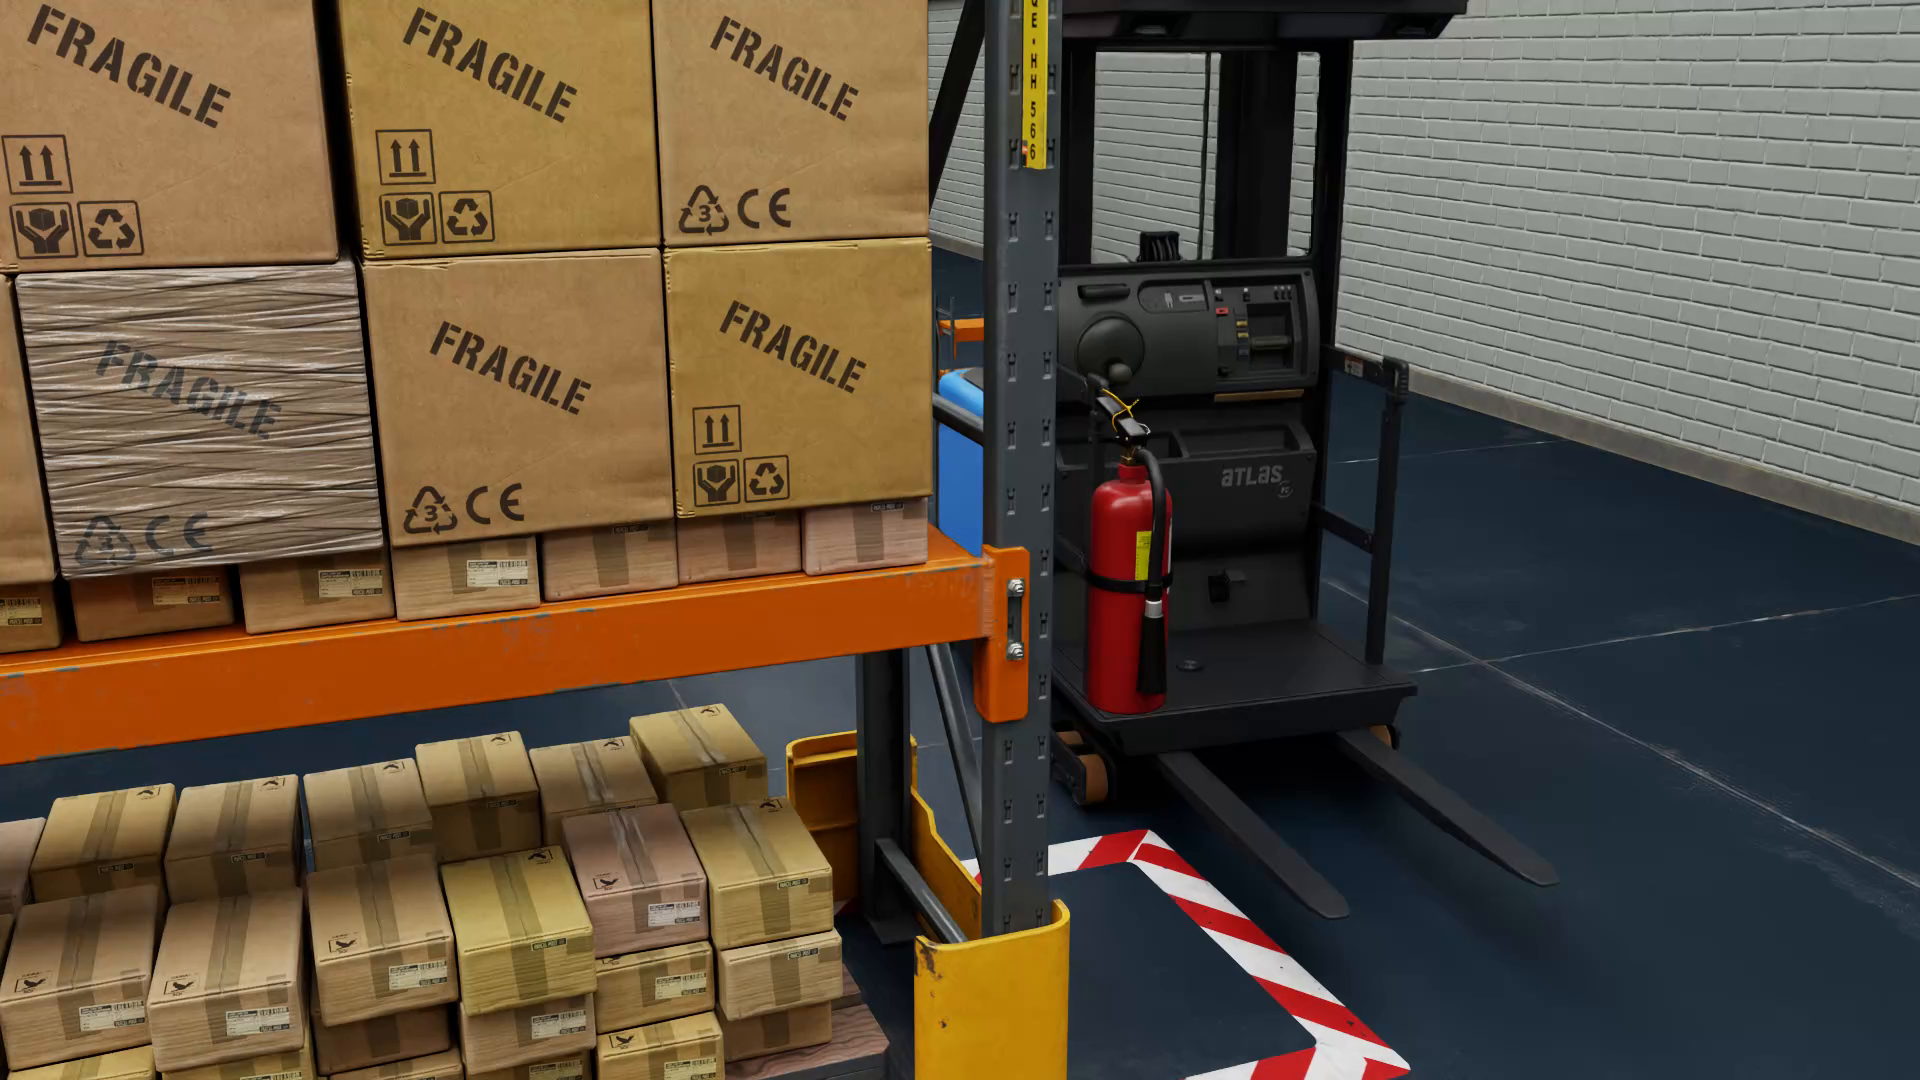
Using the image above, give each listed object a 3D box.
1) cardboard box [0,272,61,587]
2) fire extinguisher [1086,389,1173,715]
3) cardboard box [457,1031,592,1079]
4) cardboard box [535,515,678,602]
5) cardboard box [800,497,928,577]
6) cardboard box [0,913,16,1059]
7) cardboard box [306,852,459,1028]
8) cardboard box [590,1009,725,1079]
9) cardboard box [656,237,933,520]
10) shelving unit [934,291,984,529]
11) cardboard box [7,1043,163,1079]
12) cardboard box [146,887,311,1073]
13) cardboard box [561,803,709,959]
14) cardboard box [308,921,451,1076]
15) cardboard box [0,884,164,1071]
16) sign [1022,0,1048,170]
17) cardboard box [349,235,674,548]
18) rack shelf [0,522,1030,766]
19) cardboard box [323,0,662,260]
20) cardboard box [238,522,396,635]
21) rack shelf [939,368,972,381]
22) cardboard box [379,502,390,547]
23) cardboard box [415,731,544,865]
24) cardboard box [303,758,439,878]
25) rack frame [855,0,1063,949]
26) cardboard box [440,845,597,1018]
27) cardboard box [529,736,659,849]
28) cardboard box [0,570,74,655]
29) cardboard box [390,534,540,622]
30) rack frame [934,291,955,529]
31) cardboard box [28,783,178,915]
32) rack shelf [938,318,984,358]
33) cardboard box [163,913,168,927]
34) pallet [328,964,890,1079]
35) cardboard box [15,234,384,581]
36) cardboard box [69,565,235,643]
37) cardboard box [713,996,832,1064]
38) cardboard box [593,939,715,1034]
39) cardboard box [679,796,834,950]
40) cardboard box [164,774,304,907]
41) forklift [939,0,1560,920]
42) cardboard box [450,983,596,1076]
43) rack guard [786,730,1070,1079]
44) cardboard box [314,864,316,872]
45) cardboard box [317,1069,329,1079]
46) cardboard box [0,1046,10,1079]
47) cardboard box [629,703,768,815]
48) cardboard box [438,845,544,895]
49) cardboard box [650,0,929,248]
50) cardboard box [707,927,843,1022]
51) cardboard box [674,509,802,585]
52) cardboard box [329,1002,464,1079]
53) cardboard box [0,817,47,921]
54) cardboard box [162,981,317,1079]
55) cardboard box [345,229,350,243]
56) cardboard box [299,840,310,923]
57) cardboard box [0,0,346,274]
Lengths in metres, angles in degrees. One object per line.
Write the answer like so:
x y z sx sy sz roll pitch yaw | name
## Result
-1.792 -0.214 2.796 0.500 0.500 0.500 -5 17 -17 | cardboard box
0.358 0.024 3.491 0.183 0.674 0.296 -6 17 -20 | fire extinguisher
-0.941 1.043 3.537 0.250 0.149 0.380 -6 17 -20 | cardboard box
-0.720 -0.015 3.273 0.250 0.149 0.380 -6 18 -21 | cardboard box
-0.246 -0.060 3.424 0.250 0.149 0.380 -6 17 -20 | cardboard box
-1.914 0.865 3.086 0.250 0.149 0.380 -6 17 -20 | cardboard box
-1.162 0.792 3.334 0.250 0.149 0.380 -7 18 -22 | cardboard box
-0.664 1.039 3.550 0.250 0.149 0.380 -6 17 -18 | cardboard box
-0.370 -0.365 3.313 0.500 0.500 0.500 -6 17 -19 | cardboard box
0.155 -0.592 7.986 0.503 1.200 0.258 -6 17 -20 | shelving unit
-1.643 0.994 3.177 0.250 0.149 0.380 -5 17 -17 | cardboard box
-1.393 0.834 3.192 0.250 0.149 0.380 -5 17 -18 | cardboard box
-0.702 0.724 3.569 0.250 0.149 0.380 -6 17 -19 | cardboard box
-1.206 0.917 3.438 0.250 0.149 0.380 -6 18 -21 | cardboard box
-1.679 0.832 3.201 0.250 0.149 0.380 -7 18 -22 | cardboard box
0.137 -0.847 3.042 0.005 0.325 0.100 -6 17 -20 | sign
-0.853 -0.315 3.141 0.500 0.500 0.500 -6 18 -21 | cardboard box
-1.910 0.259 3.169 4.000 0.370 1.077 -6 17 -20 | rack shelf
-0.854 -0.795 3.003 0.500 0.500 0.500 -7 18 -22 | cardboard box
-1.207 0.035 3.100 0.250 0.149 0.380 -7 18 -23 | cardboard box
0.155 -0.742 7.942 0.480 0.148 0.258 -6 17 -20 | rack shelf
-1.149 -0.109 3.591 0.250 0.149 0.380 -5 17 -17 | cardboard box
-1.149 0.608 3.963 0.250 0.149 0.380 -6 17 -20 | cardboard box
-1.351 0.655 3.804 0.250 0.149 0.380 -7 18 -23 | cardboard box
-0.043 -0.288 3.754 0.127 3.000 1.000 -6 17 -20 | rack frame
-0.898 0.783 3.367 0.250 0.149 0.380 -7 18 -21 | cardboard box
-0.868 0.616 3.935 0.250 0.149 0.380 -6 17 -19 | cardboard box
-1.722 0.078 2.955 0.250 0.149 0.380 -6 17 -19 | cardboard box
-0.950 0.016 3.165 0.250 0.149 0.380 -6 17 -19 | cardboard box
-0.073 -0.568 7.902 0.015 1.200 0.240 -6 17 -20 | rack frame
-1.875 0.695 3.668 0.250 0.149 0.380 -6 17 -19 | cardboard box
0.155 -0.969 7.875 0.480 0.148 0.258 -6 17 -20 | rack shelf
-1.827 0.869 3.601 0.250 0.149 0.380 -5 17 -17 | cardboard box
-0.885 1.131 3.874 1.213 0.211 1.003 -6 17 -20 | pallet
-1.323 -0.261 2.958 0.500 0.500 0.500 -6 17 -20 | cardboard box
-1.480 0.047 3.061 0.250 0.149 0.380 -7 18 -22 | cardboard box
-0.460 0.987 3.729 0.250 0.149 0.380 -6 17 -19 | cardboard box
-0.697 0.876 3.576 0.250 0.149 0.380 -7 18 -21 | cardboard box
-0.446 0.713 3.604 0.250 0.149 0.380 -6 17 -19 | cardboard box
-1.613 0.680 3.717 0.250 0.149 0.380 -5 17 -18 | cardboard box
0.806 -0.691 5.249 1.130 2.935 3.031 -5 17 -16 | forklift
-0.918 0.917 3.438 0.250 0.149 0.380 -7 18 -22 | cardboard box
-0.114 0.919 4.080 0.348 0.500 1.175 -6 17 -20 | rack guard
-1.375 0.779 3.907 0.250 0.149 0.380 -6 17 -18 | cardboard box
-1.383 1.114 3.296 0.250 0.149 0.380 -7 18 -23 | cardboard box
-1.890 1.029 3.058 0.250 0.149 0.380 -6 17 -20 | cardboard box
-0.654 0.557 4.137 0.250 0.149 0.380 -7 18 -23 | cardboard box
-1.097 0.782 3.898 0.250 0.149 0.380 -6 17 -19 | cardboard box
-0.381 -0.847 3.177 0.500 0.500 0.500 -7 18 -21 | cardboard box
-0.433 0.864 3.618 0.250 0.149 0.380 -7 18 -22 | cardboard box
-0.492 -0.045 3.373 0.250 0.149 0.380 -6 17 -20 | cardboard box
-1.167 1.072 3.440 0.250 0.149 0.380 -6 17 -20 | cardboard box
-2.076 0.745 3.496 0.250 0.149 0.380 -6 17 -20 | cardboard box
-1.397 0.973 3.249 0.250 0.149 0.380 -6 17 -19 | cardboard box
-1.052 -0.445 3.585 0.500 0.500 0.500 -6 17 -20 | cardboard box
-1.589 0.831 3.731 0.250 0.149 0.380 -7 18 -23 | cardboard box
-1.337 -0.741 2.817 0.500 0.500 0.500 -5 17 -17 | cardboard box
